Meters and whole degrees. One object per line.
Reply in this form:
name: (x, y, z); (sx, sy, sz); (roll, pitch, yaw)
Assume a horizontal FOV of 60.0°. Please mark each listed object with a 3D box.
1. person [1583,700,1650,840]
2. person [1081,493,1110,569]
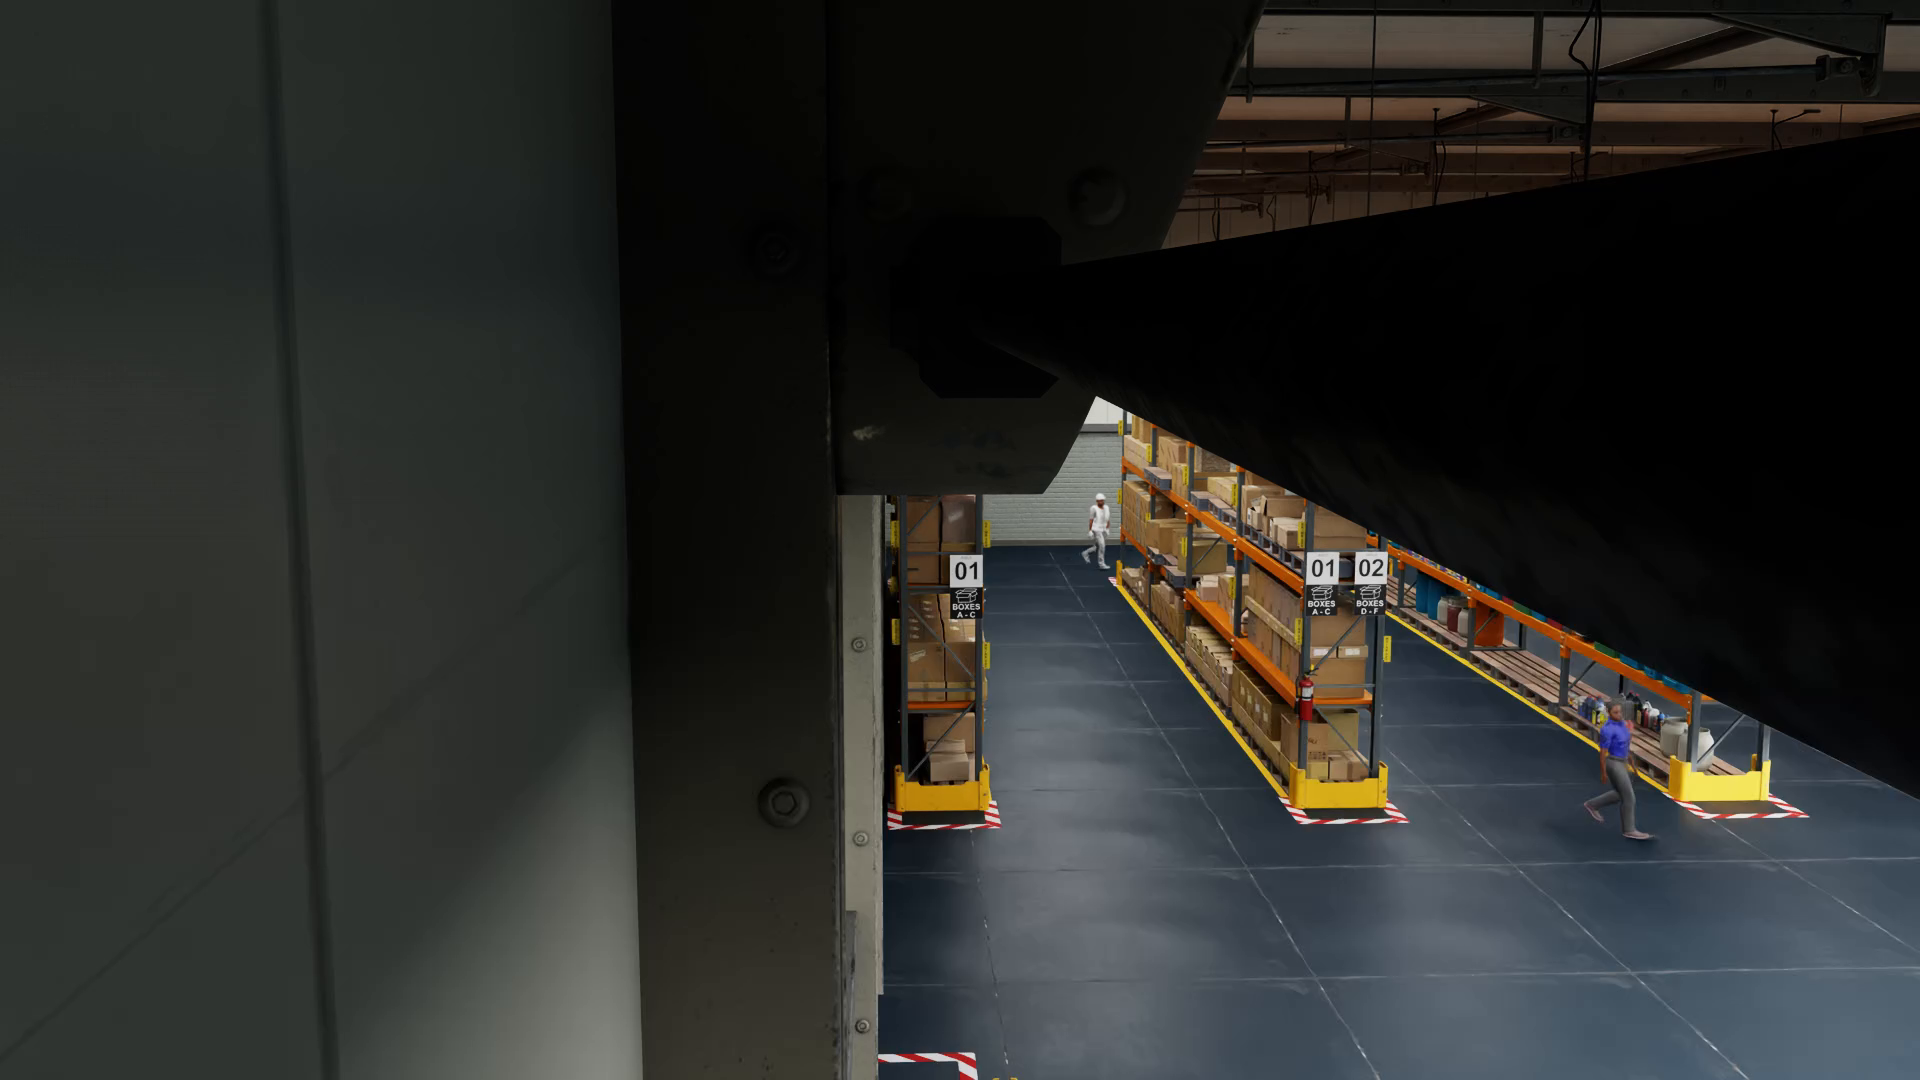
person: (7.731, 2.665, 19.497); (0.763, 1.615, 0.448); (7, 11, 39)
person: (3.180, -0.221, 38.554); (0.916, 1.754, 0.532); (7, 11, 38)
